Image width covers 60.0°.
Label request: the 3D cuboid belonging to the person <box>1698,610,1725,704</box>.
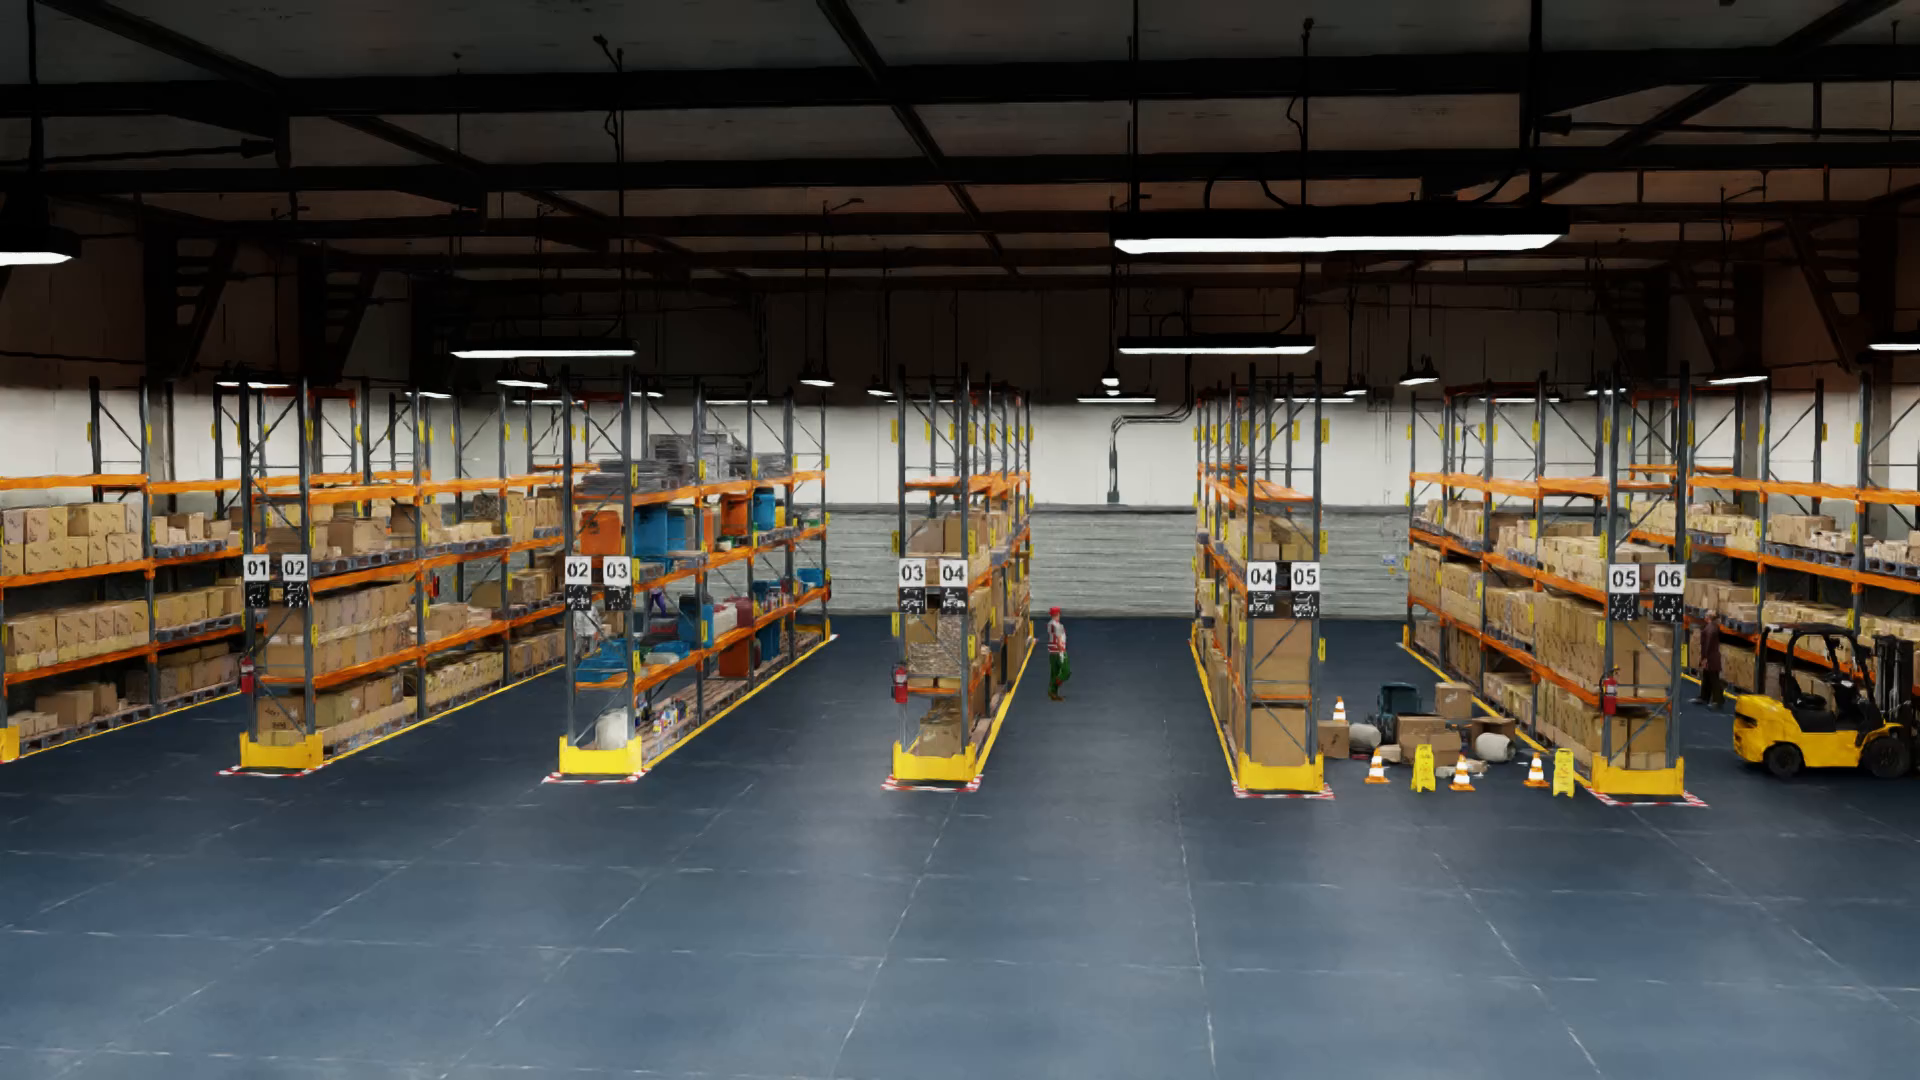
[{"bbox_3d":[13.727,2.118,30.309,0.471,1.705,0.673,2,4,28],"label":"person"}]

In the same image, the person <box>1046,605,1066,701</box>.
[{"bbox_3d":[1.787,2.117,31.018,0.439,1.786,0.563,-1,4,-20],"label":"person"}]

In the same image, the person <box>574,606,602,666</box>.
[{"bbox_3d":[-7.761,1.935,34.488,0.677,1.725,0.574,0,4,4],"label":"person"}]

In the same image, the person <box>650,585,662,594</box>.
[{"bbox_3d":[-7.851,1.123,42.706,0.559,0.547,0.351,-1,4,-14],"label":"person"}]
